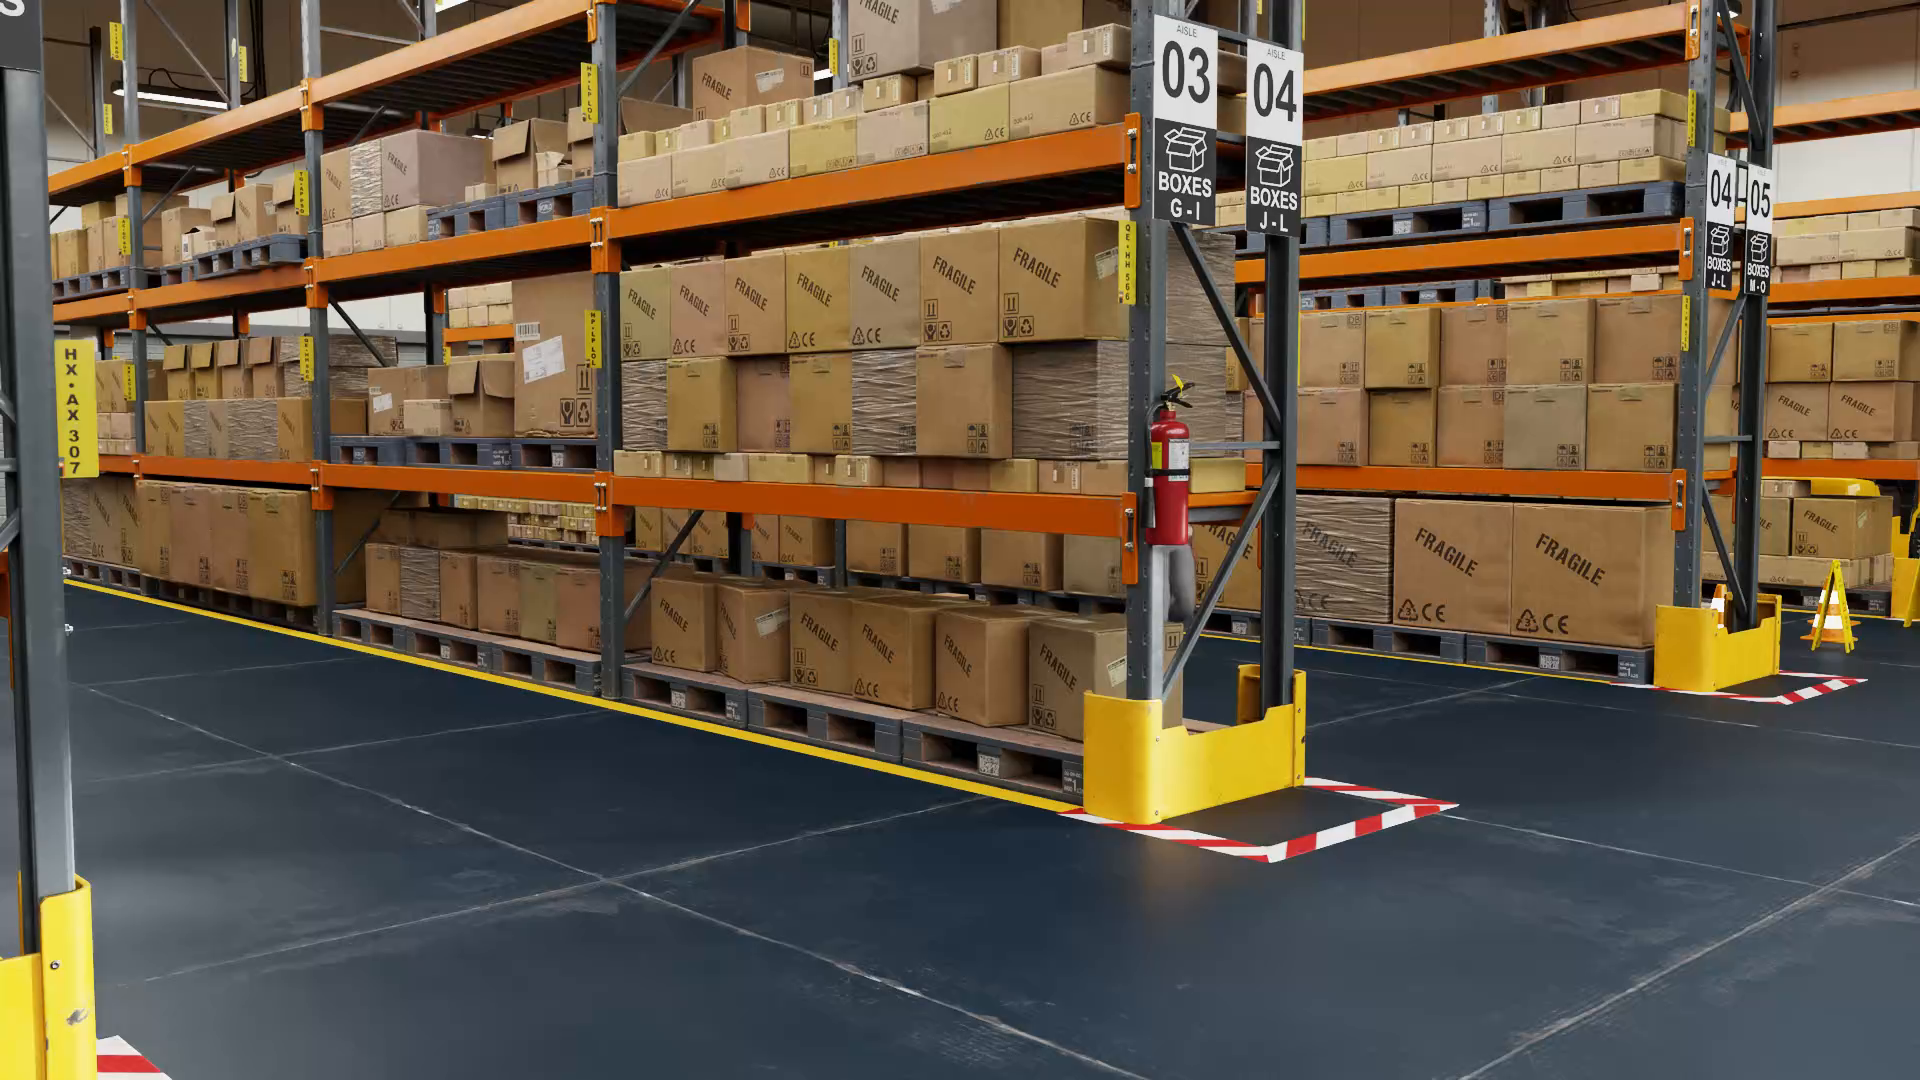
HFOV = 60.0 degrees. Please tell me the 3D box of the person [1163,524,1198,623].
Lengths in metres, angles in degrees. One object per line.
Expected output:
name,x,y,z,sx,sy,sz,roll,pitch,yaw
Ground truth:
person,1.230,0.013,10.373,0.460,1.672,0.628,-2,5,-26
